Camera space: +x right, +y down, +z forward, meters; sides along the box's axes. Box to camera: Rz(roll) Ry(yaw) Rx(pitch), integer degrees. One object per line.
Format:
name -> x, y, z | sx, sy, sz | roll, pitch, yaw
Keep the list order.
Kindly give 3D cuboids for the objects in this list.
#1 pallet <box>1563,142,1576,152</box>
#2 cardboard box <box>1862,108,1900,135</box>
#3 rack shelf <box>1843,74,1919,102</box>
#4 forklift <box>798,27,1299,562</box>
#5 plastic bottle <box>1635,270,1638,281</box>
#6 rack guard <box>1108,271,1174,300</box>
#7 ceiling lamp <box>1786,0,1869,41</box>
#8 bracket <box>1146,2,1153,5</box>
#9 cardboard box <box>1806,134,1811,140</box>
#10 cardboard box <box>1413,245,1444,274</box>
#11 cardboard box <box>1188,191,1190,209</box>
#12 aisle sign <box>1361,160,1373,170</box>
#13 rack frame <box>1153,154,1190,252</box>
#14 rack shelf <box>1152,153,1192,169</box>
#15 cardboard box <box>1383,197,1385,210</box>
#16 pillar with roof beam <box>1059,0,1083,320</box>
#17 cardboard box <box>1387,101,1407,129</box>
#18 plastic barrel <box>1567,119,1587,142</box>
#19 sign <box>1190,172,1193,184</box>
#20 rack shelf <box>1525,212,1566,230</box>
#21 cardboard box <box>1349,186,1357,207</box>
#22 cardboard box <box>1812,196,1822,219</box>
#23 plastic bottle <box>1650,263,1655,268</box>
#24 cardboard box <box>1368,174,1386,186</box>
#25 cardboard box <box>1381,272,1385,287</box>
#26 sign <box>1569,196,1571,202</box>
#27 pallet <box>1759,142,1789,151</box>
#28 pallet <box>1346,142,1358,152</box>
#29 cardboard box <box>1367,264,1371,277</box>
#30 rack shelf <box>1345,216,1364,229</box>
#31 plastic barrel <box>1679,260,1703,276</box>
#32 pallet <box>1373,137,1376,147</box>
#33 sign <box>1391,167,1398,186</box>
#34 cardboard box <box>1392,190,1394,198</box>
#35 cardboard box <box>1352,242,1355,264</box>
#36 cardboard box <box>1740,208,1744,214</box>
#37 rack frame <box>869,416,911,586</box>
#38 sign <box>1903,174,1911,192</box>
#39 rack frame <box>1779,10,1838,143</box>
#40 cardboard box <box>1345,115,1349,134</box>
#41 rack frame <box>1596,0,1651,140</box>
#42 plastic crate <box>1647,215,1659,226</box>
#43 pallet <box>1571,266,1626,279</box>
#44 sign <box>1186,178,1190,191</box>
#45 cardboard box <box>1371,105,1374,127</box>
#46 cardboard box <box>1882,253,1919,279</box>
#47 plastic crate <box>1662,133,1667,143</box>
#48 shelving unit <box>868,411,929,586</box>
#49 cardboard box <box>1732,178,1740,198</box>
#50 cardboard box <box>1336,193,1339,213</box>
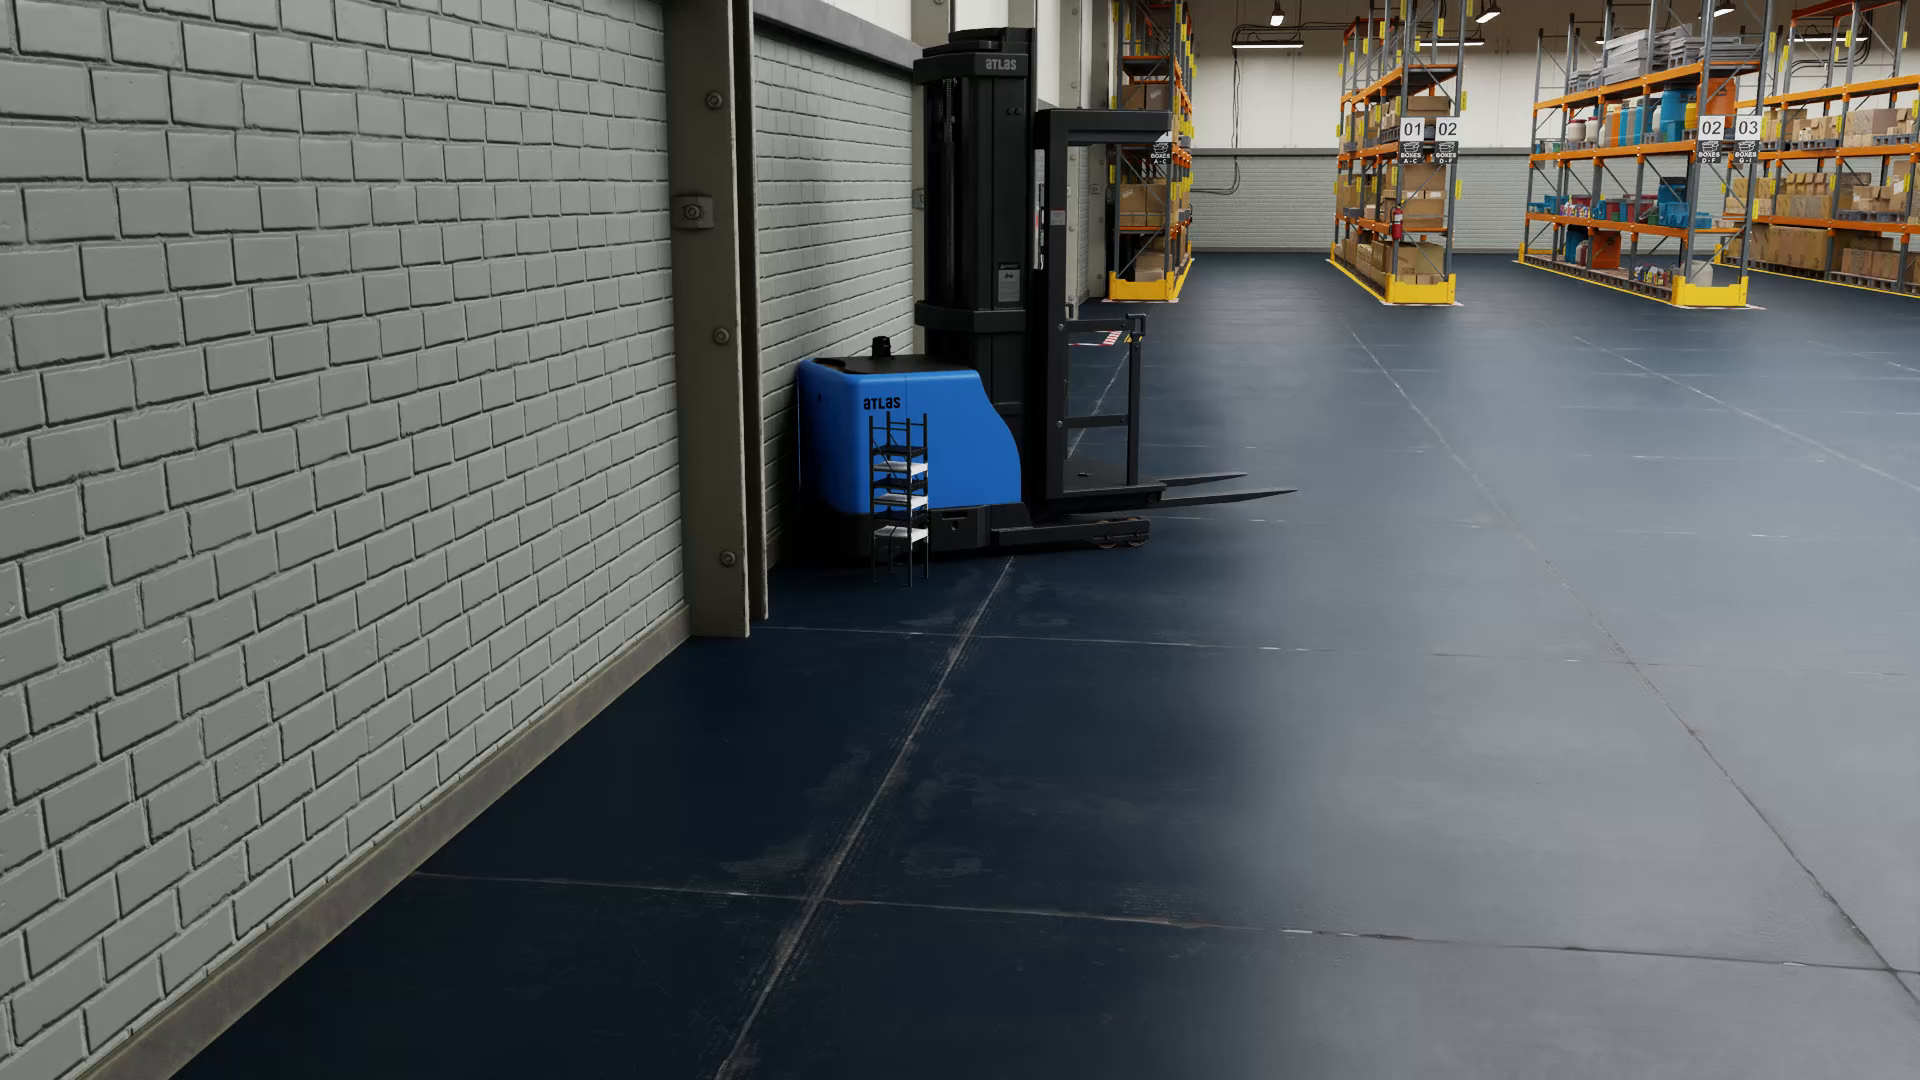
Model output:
pallet -> 14.918, -9.258, 39.161 | 1.213, 0.211, 1.003 | 2, 12, 9
cardboard box -> 18.742, -8.517, 33.850 | 0.500, 0.500, 0.500 | 2, 12, 7
rack shelf -> 18.913, -9.026, 33.174 | 1.077, 0.370, 4.000 | 2, 12, 9
forklift -> 0.588, -1.481, 9.906 | 3.031, 2.935, 1.130 | -5, 13, -21
plastic bottle -> 13.213, -5.159, 32.410 | 0.097, 0.201, 0.097 | 0, 12, 0
rack guard -> 3.319, -4.667, 30.464 | 1.175, 0.500, 0.348 | 2, 12, 9
ceiling lamp -> 23.369, -14.985, 44.312 | 2.000, 3.185, 0.800 | 2, 12, 9
bracket -> 4.692, -13.140, 41.059 | 0.235, 0.232, 0.430 | 2, 12, 9
cardboard box -> 19.458, -9.134, 37.735 | 0.380, 0.149, 0.250 | 1, 12, 6
cardboard box -> 8.580, -5.150, 30.520 | 0.500, 0.500, 0.500 | 2, 12, 9
cardboard box -> 5.699, -9.244, 45.056 | 0.980, 0.700, 0.700 | 2, 12, 11
aisle sign -> 10.976, -10.319, 44.587 | 0.394, 0.787, 0.004 | 2, 12, 9
rack frame -> 5.768, -9.204, 45.582 | 1.000, 3.000, 0.127 | 2, 12, 9
rack shelf -> 5.460, -9.902, 43.410 | 1.077, 0.370, 4.000 | 2, 12, 9
cardboard box -> 9.033, -6.864, 34.487 | 0.500, 0.500, 0.500 | 3, 12, 13
pillar with roof beam -> 5.891, -7.591, 23.858 | 9.100, 9.000, 0.400 | 2, 12, 9
cardboard box -> 8.440, -7.998, 31.292 | 0.797, 0.503, 0.637 | 3, 13, 15
plastic barrel -> 14.613, -9.687, 39.383 | 0.433, 0.535, 0.433 | 0, 12, 0
sign -> 6.302, -9.865, 45.340 | 0.100, 0.325, 0.005 | 2, 12, 9
rack shelf -> 15.249, -8.115, 42.236 | 1.077, 0.370, 4.000 | 2, 12, 9
cardboard box -> 9.711, -8.229, 39.825 | 0.700, 0.500, 0.500 | 4, 13, 18
cardboard box -> 19.134, -7.321, 36.604 | 0.500, 0.500, 0.500 | 2, 12, 8
plastic bottle -> 13.320, -5.146, 31.995 | 0.144, 0.351, 0.185 | 2, 12, 9
cardboard box -> 10.398, -8.838, 41.274 | 0.500, 0.500, 0.500 | 2, 12, 10
cardboard box -> 8.058, -4.801, 30.679 | 0.500, 0.250, 0.500 | 2, 12, 9
sign -> 16.103, -8.948, 44.008 | 0.100, 0.325, 0.005 | 2, 12, 9
pallet -> 20.162, -9.736, 41.141 | 1.003, 0.211, 1.213 | 2, 12, 9
pallet -> 9.722, -9.237, 39.059 | 1.213, 0.211, 1.003 | 2, 12, 9
cardboard box -> 8.595, -5.503, 33.939 | 0.500, 0.250, 0.500 | 2, 12, 8
rack shelf -> 9.740, -7.444, 39.121 | 1.077, 0.370, 4.000 | 2, 12, 9
plastic barrel -> 13.199, -4.785, 29.987 | 0.421, 0.512, 0.421 | 0, 12, 0
pallet -> 9.248, -8.376, 35.068 | 1.003, 0.211, 1.213 | 2, 12, 11
sign -> 7.668, -6.416, 29.334 | 0.100, 0.325, 0.005 | 2, 12, 9
cardboard box -> 8.309, -6.488, 31.203 | 0.380, 0.149, 0.250 | 2, 12, 8
cardboard box -> 9.424, -6.682, 38.769 | 0.500, 0.500, 0.500 | 1, 12, 7
cardboard box -> 19.875, -8.269, 41.839 | 0.380, 0.149, 0.250 | 2, 12, 8
rack frame -> -0.369, -0.204, 8.805 | 0.240, 0.900, 0.006 | 5, 13, 24
sign -> 18.056, -6.808, 31.715 | 0.100, 0.325, 0.005 | 2, 12, 9
rack frame -> 19.836, -10.823, 38.852 | 1.000, 3.000, 0.127 | 2, 12, 9
cardboard box -> 10.440, -10.840, 43.440 | 0.700, 0.500, 0.500 | 2, 12, 9
rack frame -> 14.326, -10.150, 35.733 | 1.000, 3.000, 0.127 | 2, 12, 9
plastic crate -> 13.224, -6.008, 31.255 | 0.450, 0.188, 0.662 | 2, 12, 9
pallet -> 14.407, -6.020, 37.427 | 1.003, 0.211, 1.213 | 2, 12, 9
sign -> 5.690, -8.883, 41.532 | 0.100, 0.325, 0.005 | 2, 12, 9
cardboard box -> 9.584, -9.580, 37.595 | 0.500, 0.500, 0.500 | 2, 12, 9
cardboard box -> 18.813, -5.444, 33.021 | 0.700, 0.500, 0.500 | 2, 12, 8
plastic crate -> 13.200, -7.428, 30.724 | 0.336, 0.188, 0.450 | 2, 12, 9
shelving unit -> -0.327, -0.224, 8.895 | 0.258, 0.900, 0.210 | 5, 13, 24
cardboard box -> 20.033, -8.966, 42.347 | 0.500, 0.500, 0.500 | 2, 12, 7
cardboard box -> 10.334, -9.009, 44.441 | 0.500, 0.500, 0.500 | 2, 12, 10
